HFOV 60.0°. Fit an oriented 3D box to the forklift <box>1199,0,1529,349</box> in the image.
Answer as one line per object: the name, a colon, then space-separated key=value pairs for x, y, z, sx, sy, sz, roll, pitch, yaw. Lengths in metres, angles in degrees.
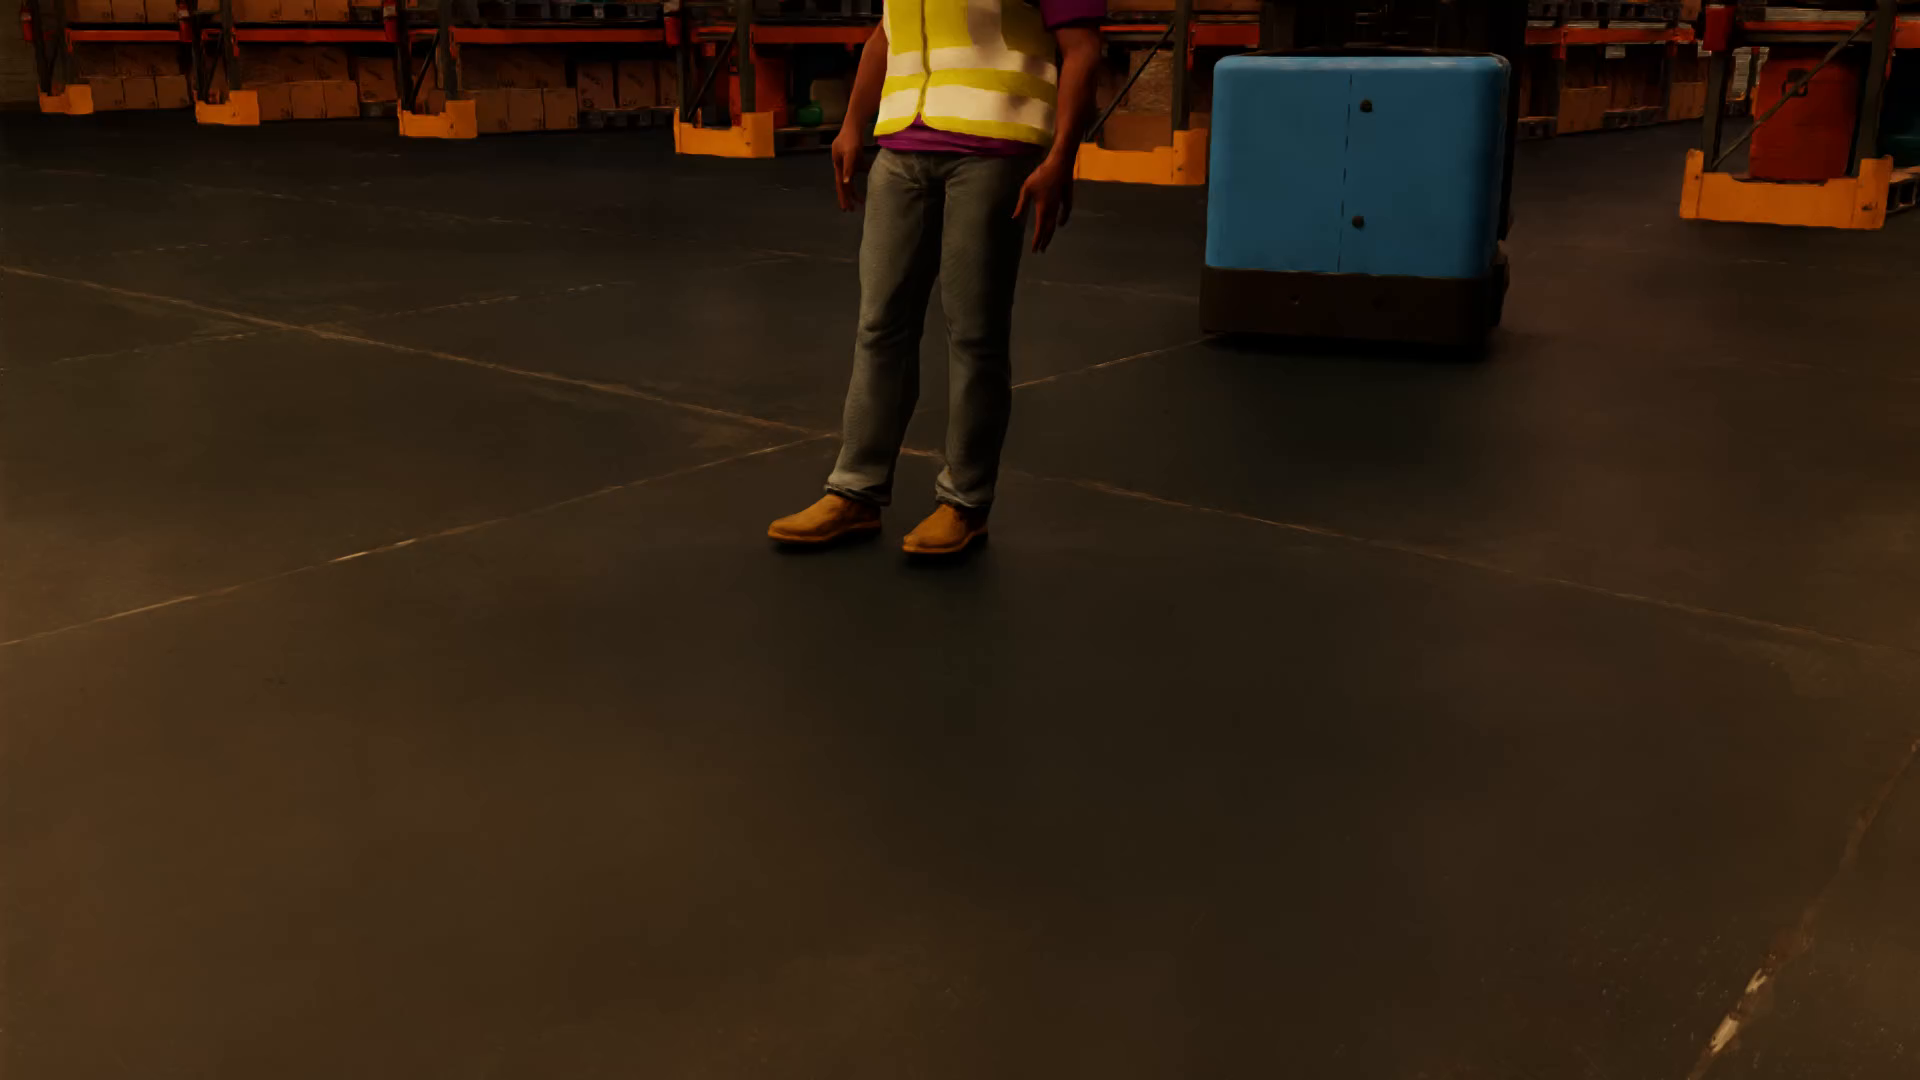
forklift: x=1.890 y=-2.496 z=7.118 sx=1.130 sy=2.935 sz=3.031 roll=6 pitch=18 yaw=19

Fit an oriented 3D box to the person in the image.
person: x=-0.048 y=-0.837 z=3.635 sx=0.665 sy=1.766 sz=0.576 roll=13 pitch=21 yaw=37
